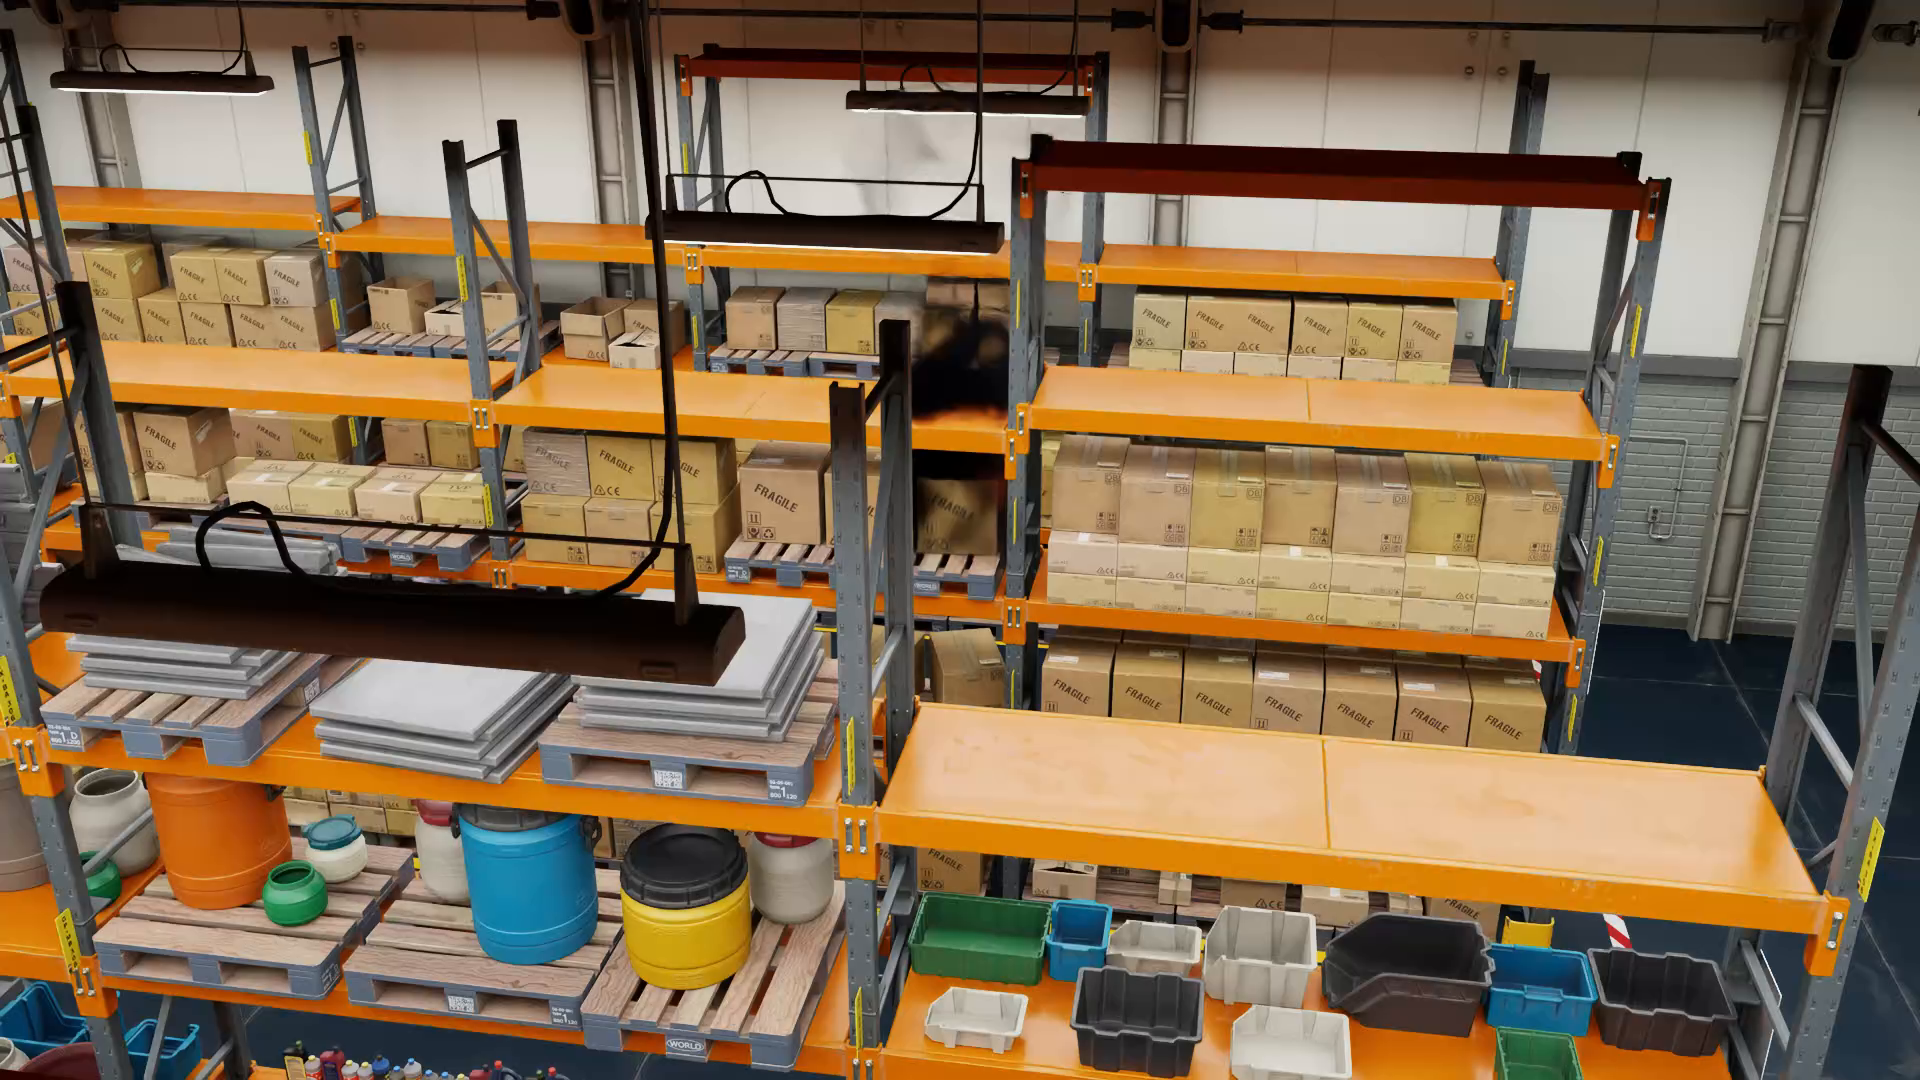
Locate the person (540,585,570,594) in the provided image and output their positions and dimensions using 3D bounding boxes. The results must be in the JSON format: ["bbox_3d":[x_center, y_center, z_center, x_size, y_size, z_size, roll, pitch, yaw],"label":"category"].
[{"bbox_3d":[-3.633,1.172,15.303,0.924,1.819,0.686,3,23,8],"label":"person"}]

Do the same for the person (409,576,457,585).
[{"bbox_3d":[-5.263,0.778,16.522,0.624,1.600,0.644,1,23,2],"label":"person"}]
